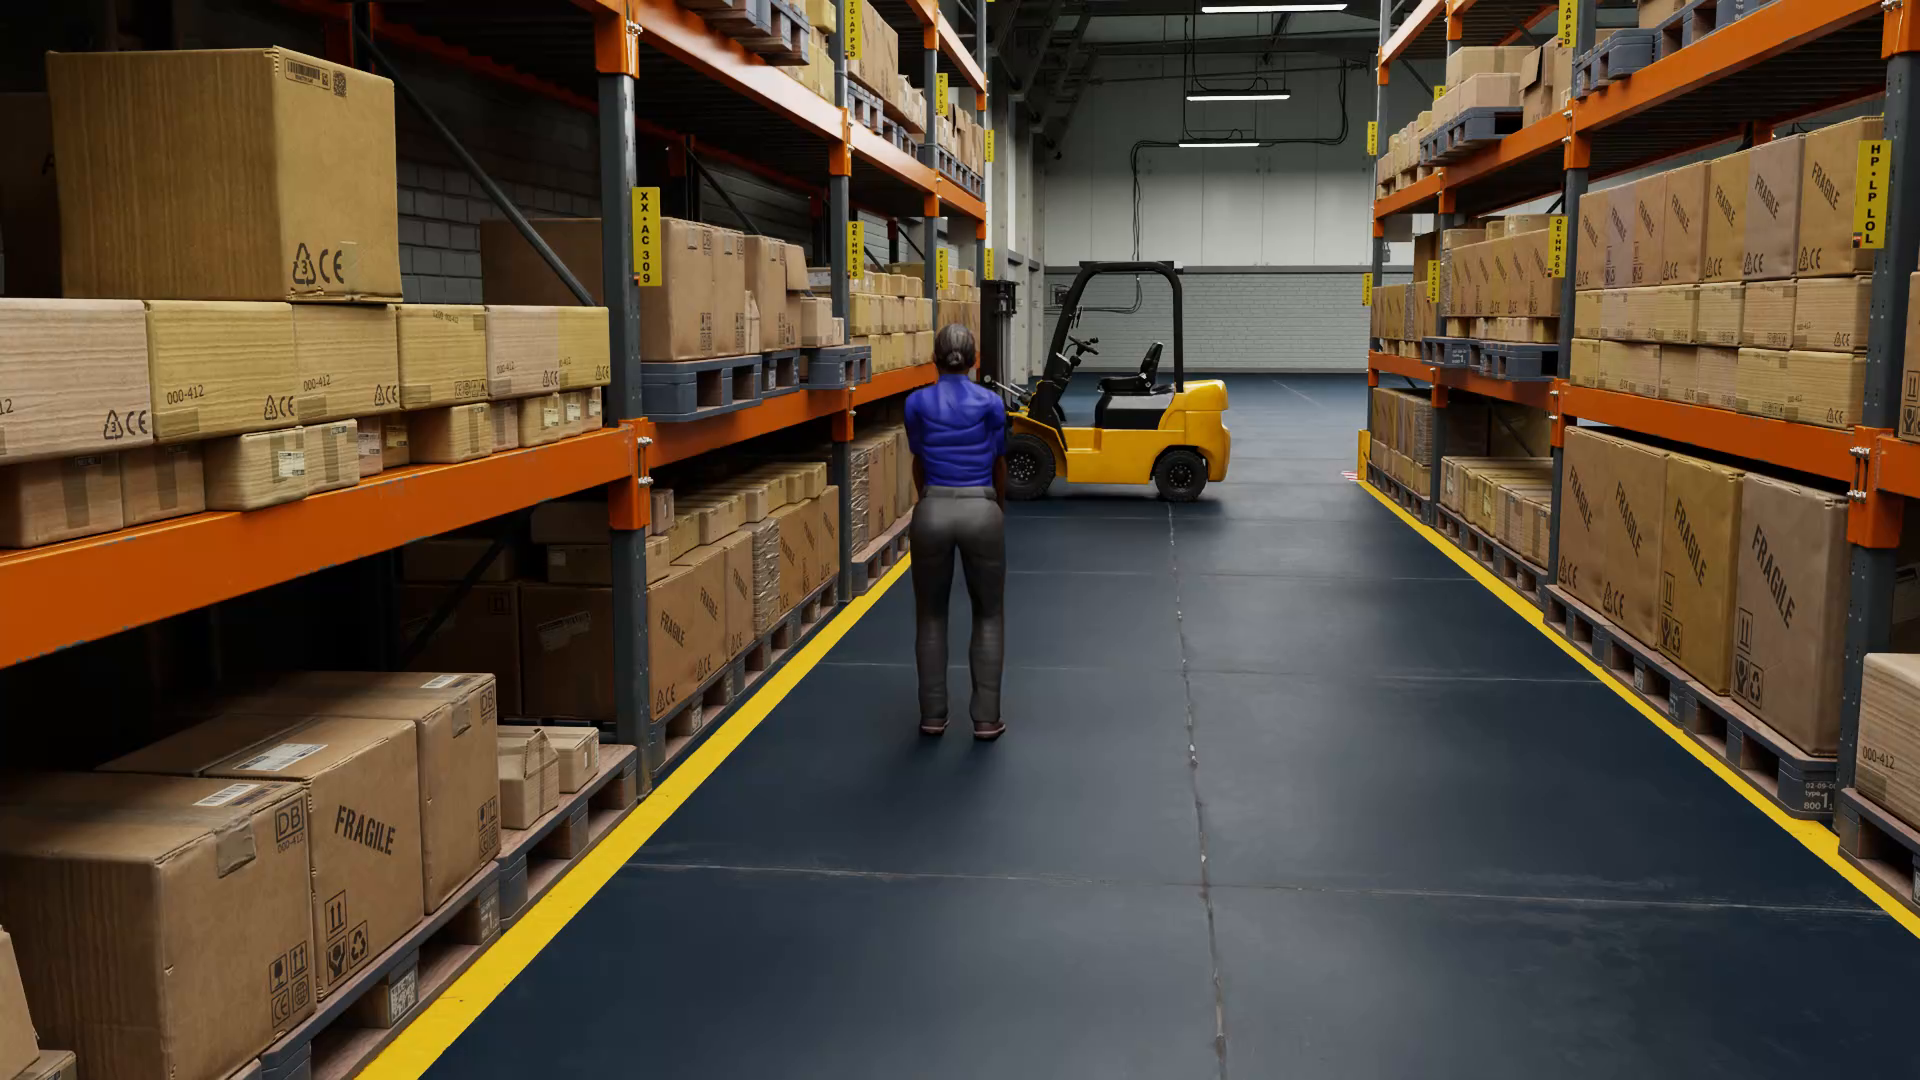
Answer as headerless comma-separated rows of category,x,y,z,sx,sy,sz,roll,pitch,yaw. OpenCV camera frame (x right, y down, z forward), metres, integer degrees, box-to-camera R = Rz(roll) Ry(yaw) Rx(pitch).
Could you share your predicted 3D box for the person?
person,-0.012,-0.043,6.695,0.413,1.652,0.521,1,8,5
